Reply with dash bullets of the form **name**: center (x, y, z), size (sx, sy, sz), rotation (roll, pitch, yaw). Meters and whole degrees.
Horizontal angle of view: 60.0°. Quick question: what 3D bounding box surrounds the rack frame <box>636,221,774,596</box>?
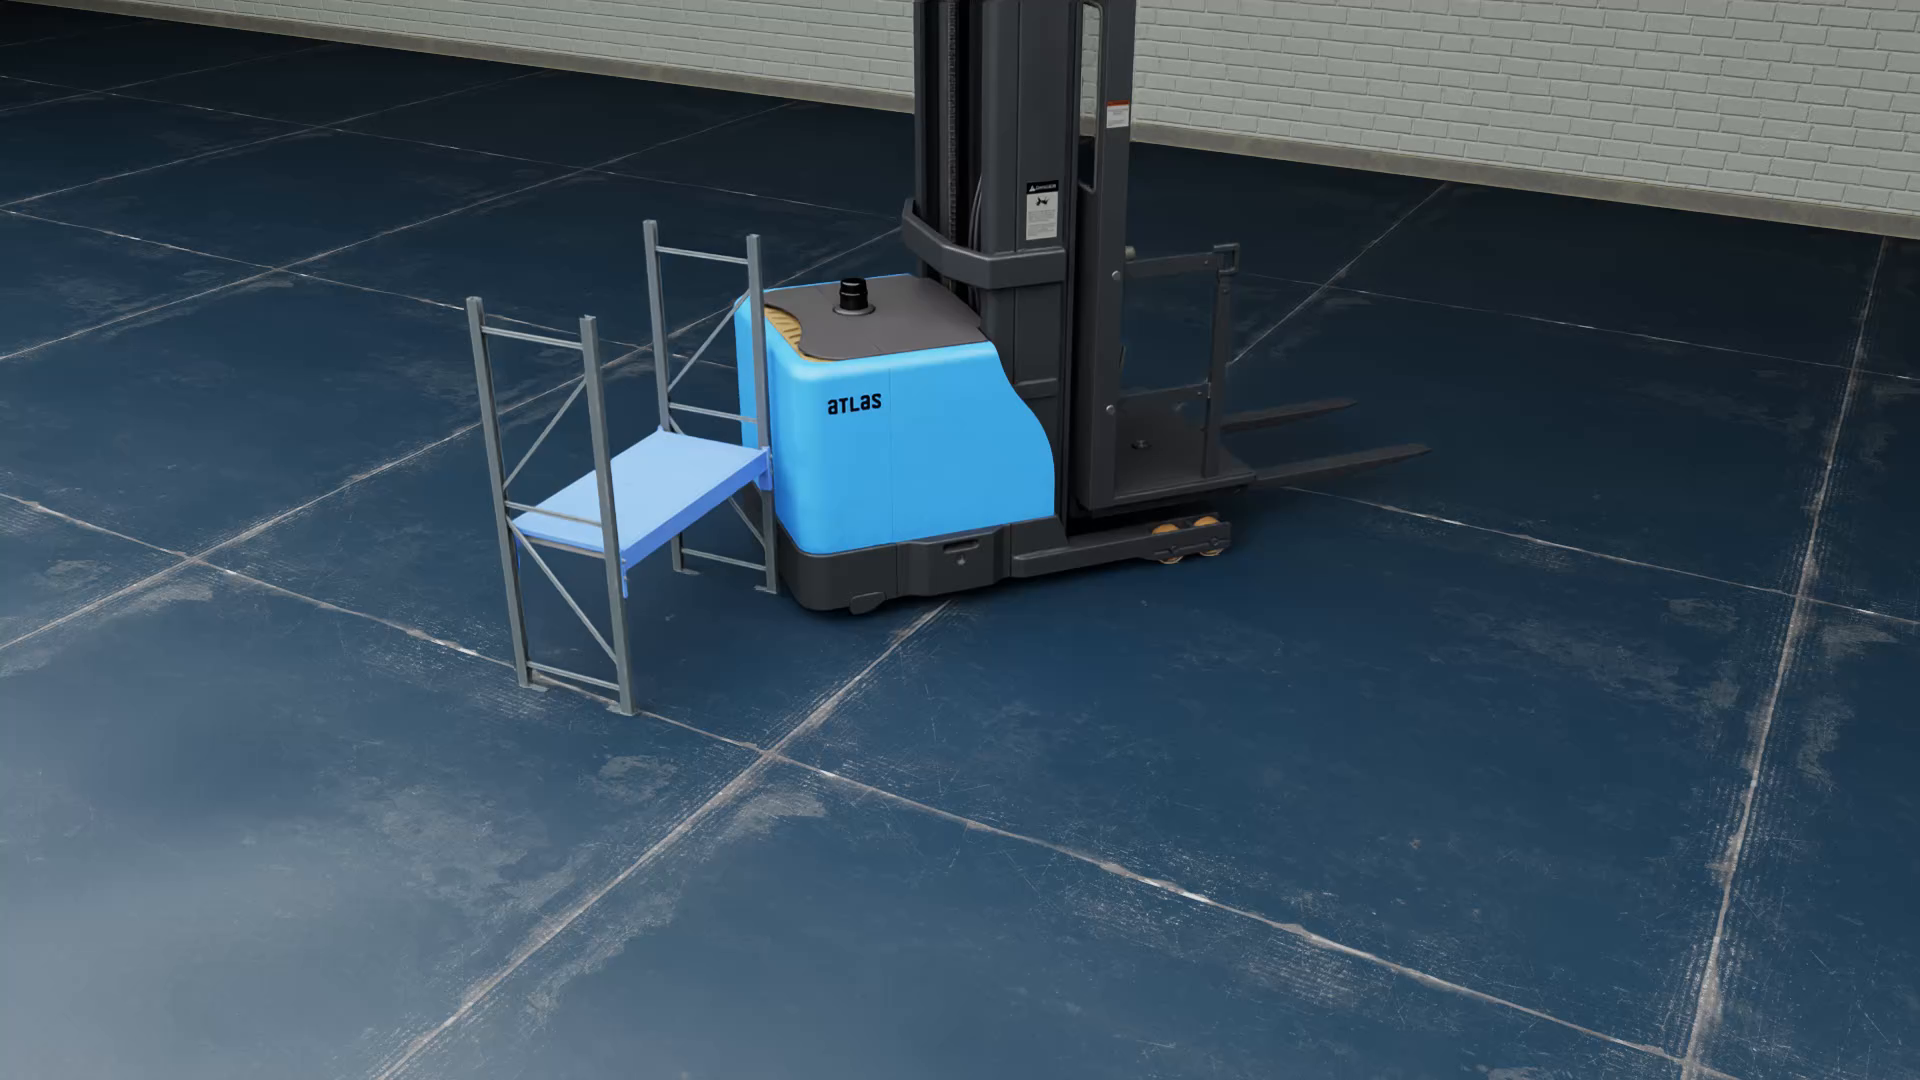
- **rack frame**: center (-0.995, -0.492, 6.558), size (0.500, 1.500, 0.032), rotation (11, 29, 22)

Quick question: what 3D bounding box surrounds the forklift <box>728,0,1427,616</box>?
- **forklift**: center (0.596, -1.414, 6.801), size (3.031, 2.935, 1.130), rotation (-10, 28, -19)

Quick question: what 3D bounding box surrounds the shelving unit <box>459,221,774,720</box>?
- **shelving unit**: center (-1.205, -0.285, 6.144), size (0.538, 1.500, 1.048), rotation (11, 29, 22)

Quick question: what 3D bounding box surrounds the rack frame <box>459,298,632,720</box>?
- **rack frame**: center (-1.416, -0.078, 5.730), size (0.500, 1.500, 0.032), rotation (11, 29, 22)

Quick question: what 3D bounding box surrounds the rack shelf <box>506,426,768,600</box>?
- **rack shelf**: center (-1.205, -0.124, 6.225), size (0.538, 0.185, 1.000), rotation (11, 29, 22)
